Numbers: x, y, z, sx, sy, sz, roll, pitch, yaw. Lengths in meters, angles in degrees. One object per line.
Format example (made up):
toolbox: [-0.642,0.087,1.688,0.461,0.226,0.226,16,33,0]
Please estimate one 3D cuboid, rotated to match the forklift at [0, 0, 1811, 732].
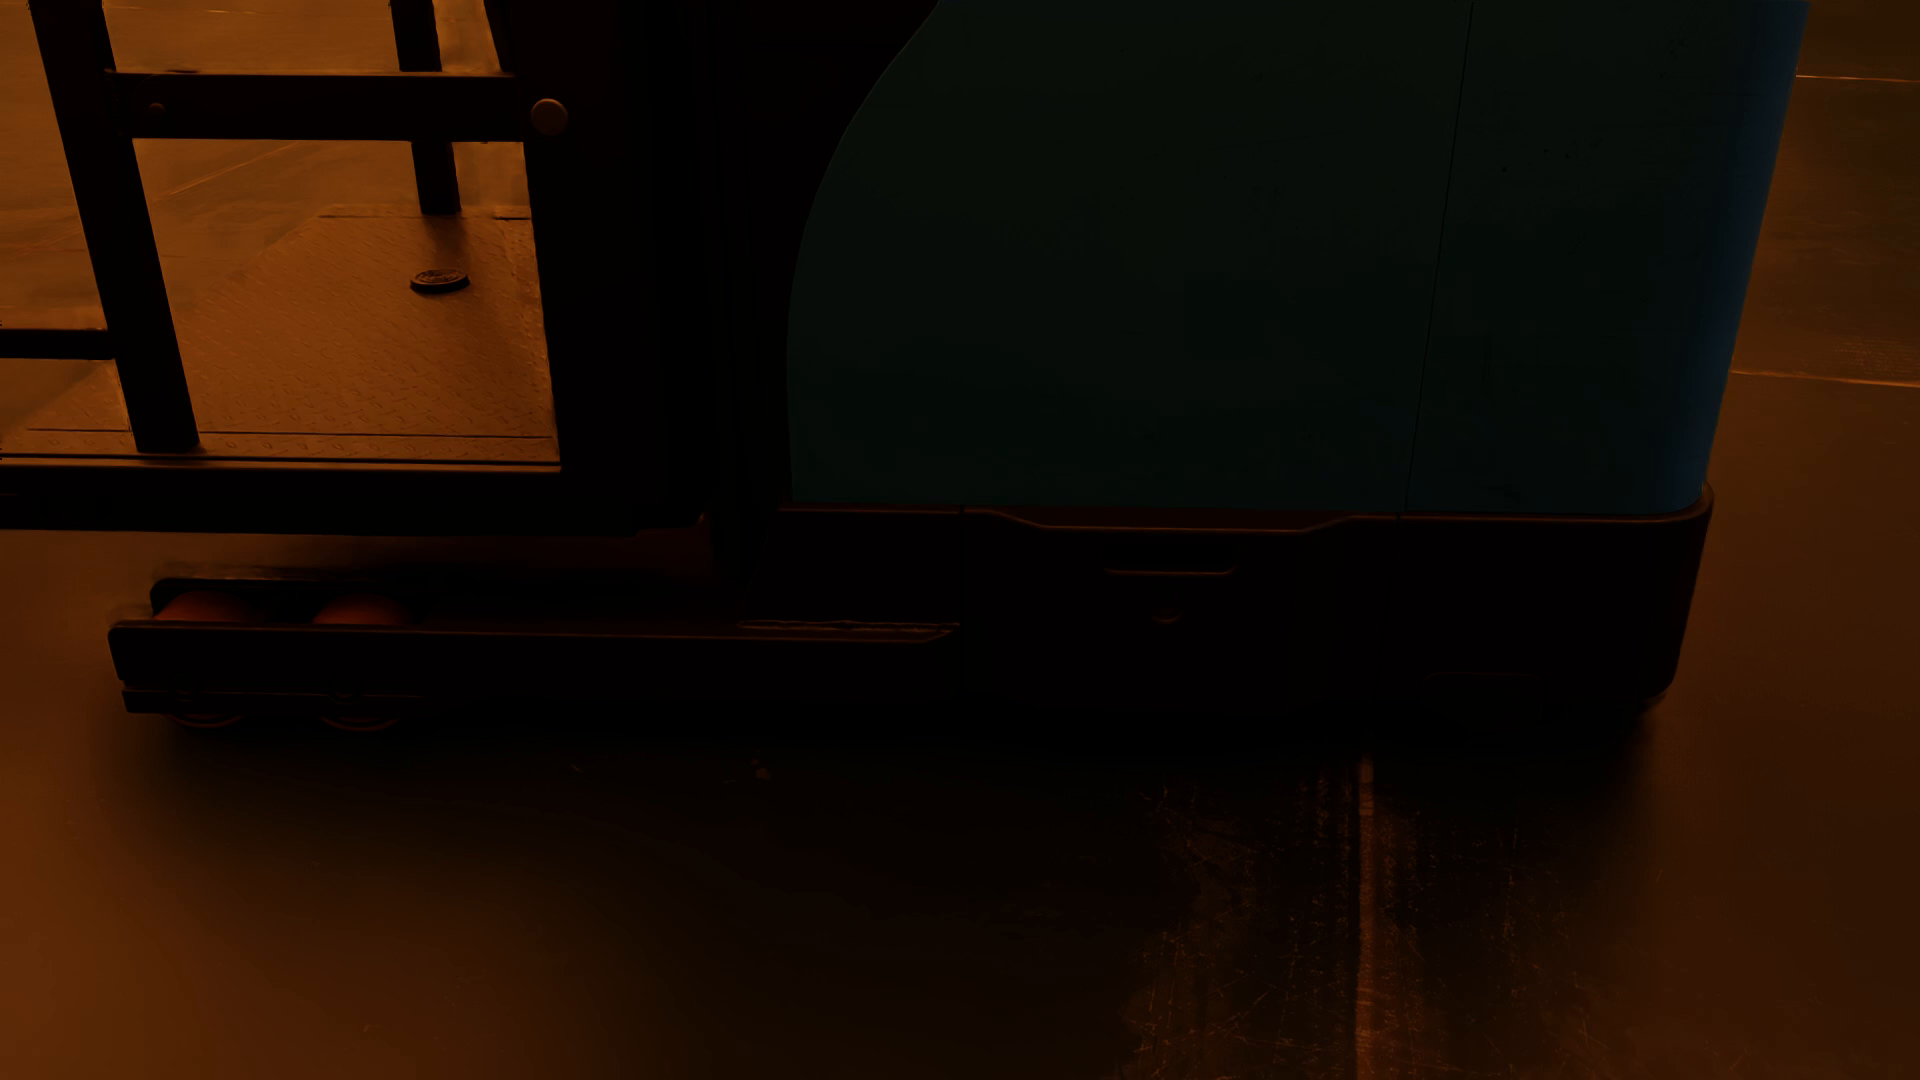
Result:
forklift: [-0.625,-1.311,1.844,3.031,2.935,1.130,1,27,2]
